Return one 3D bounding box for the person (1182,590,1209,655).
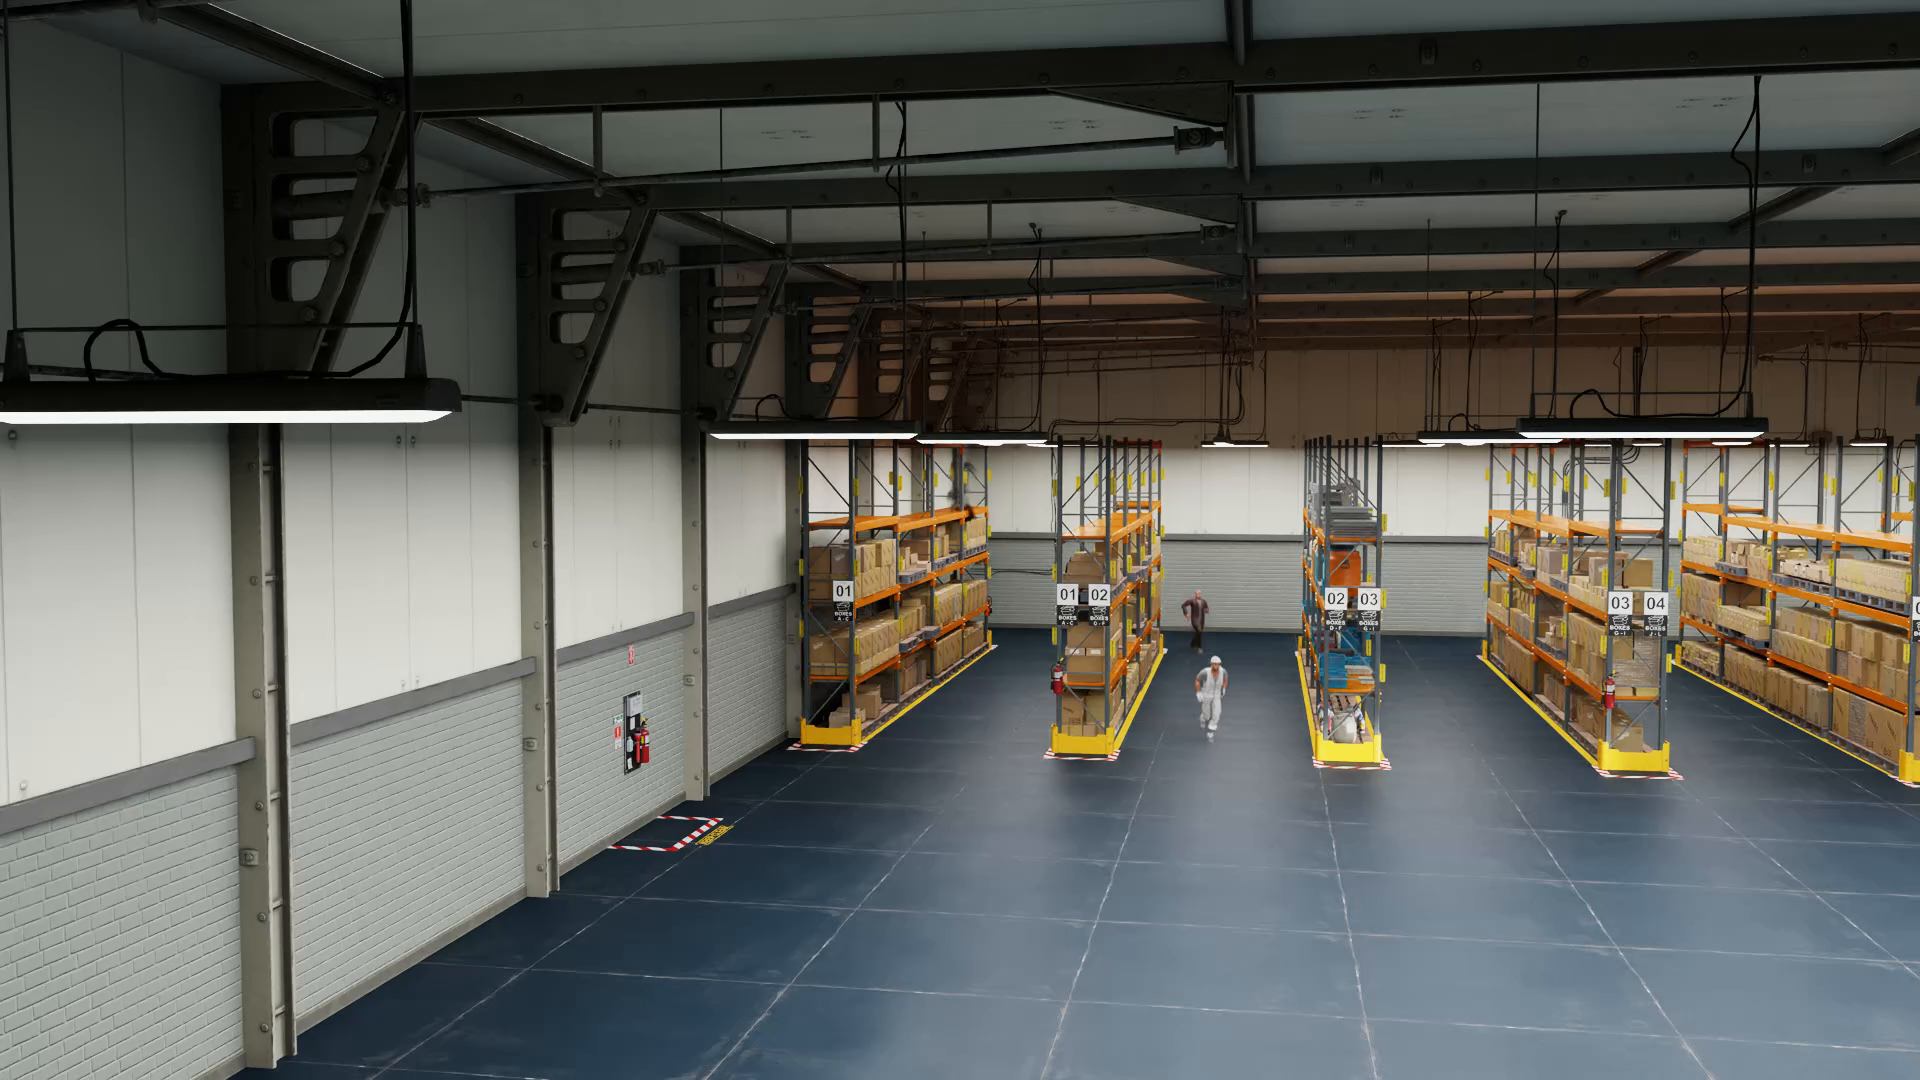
[{"bbox_3d":[6.687,2.295,46.912,0.722,1.786,0.911,-2,3,-26],"label":"person"}]

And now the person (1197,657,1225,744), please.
[{"bbox_3d":[4.904,3.116,32.748,0.520,1.722,0.910,-1,3,-15],"label":"person"}]
